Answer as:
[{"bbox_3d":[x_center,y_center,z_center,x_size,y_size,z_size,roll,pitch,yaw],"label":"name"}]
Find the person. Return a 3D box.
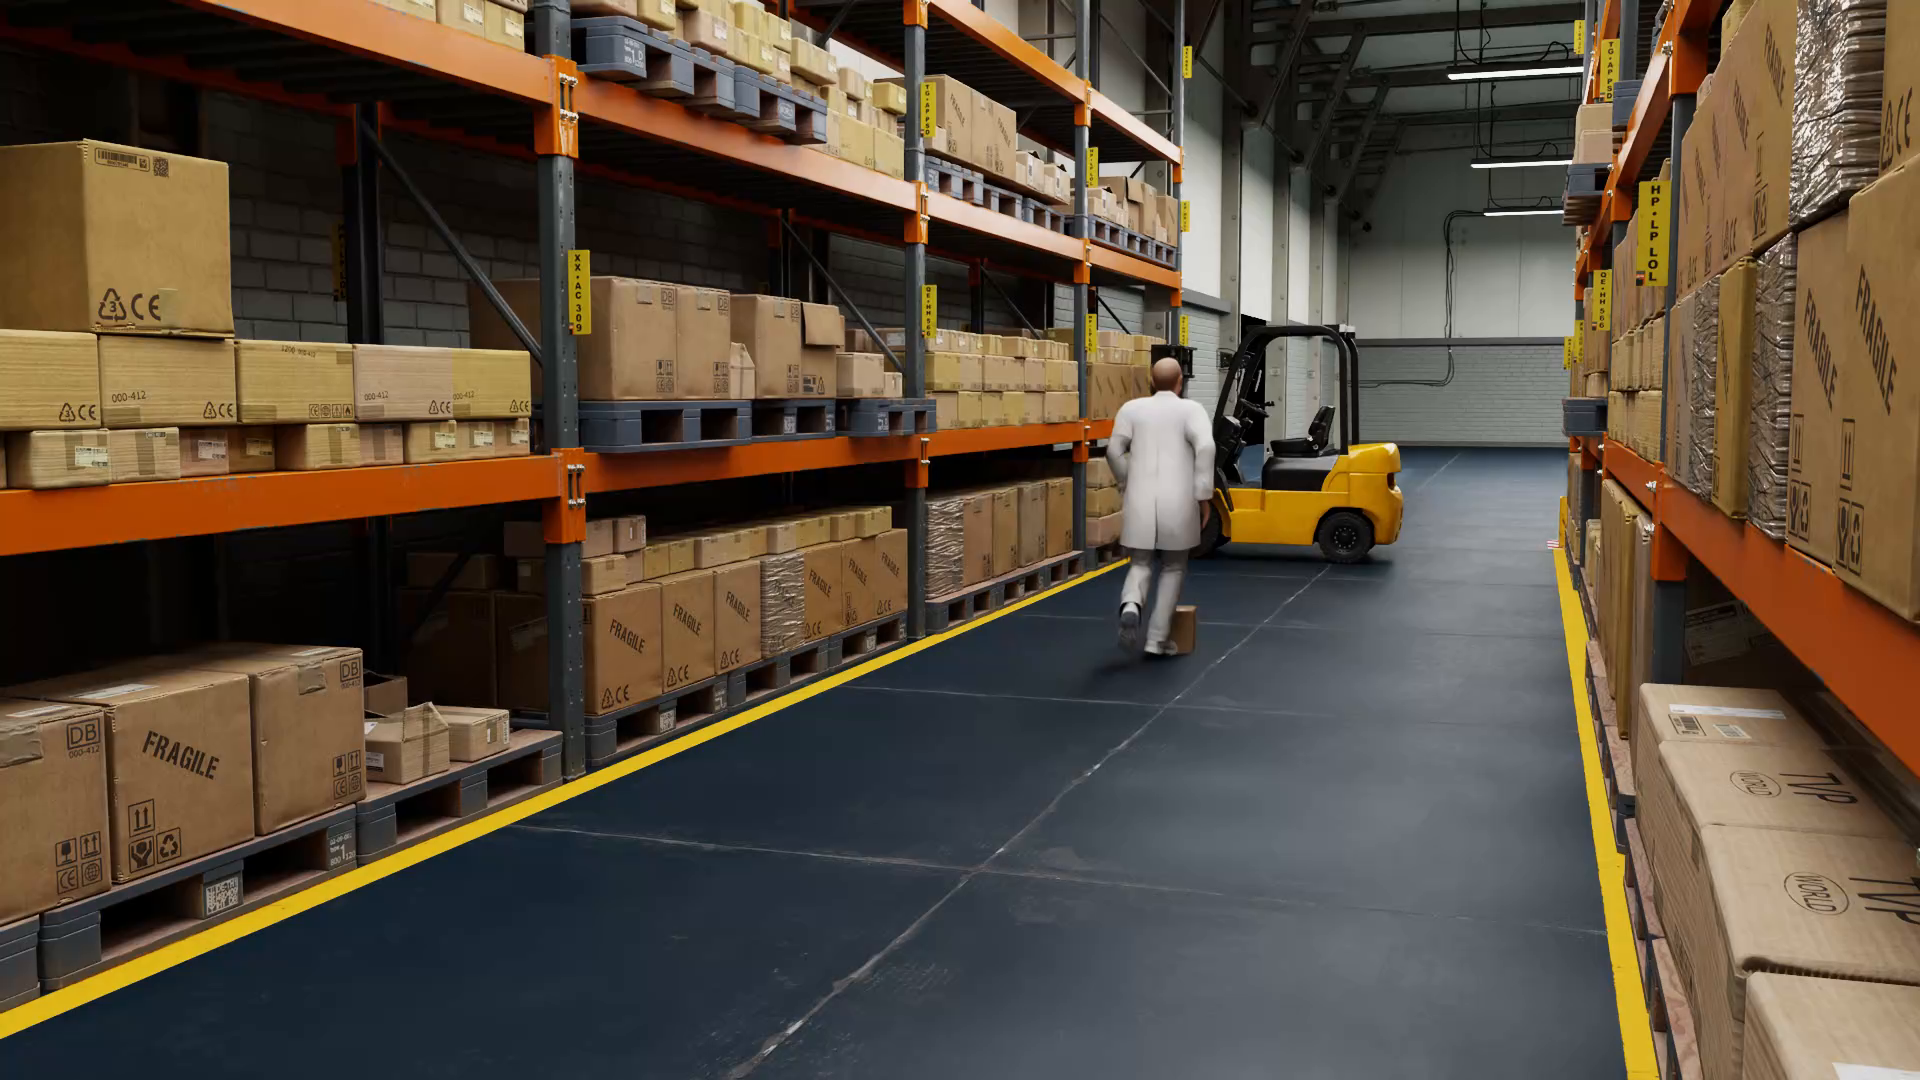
[{"bbox_3d":[1.143,-0.180,9.609,0.666,1.746,0.772,2,5,17],"label":"person"}]
